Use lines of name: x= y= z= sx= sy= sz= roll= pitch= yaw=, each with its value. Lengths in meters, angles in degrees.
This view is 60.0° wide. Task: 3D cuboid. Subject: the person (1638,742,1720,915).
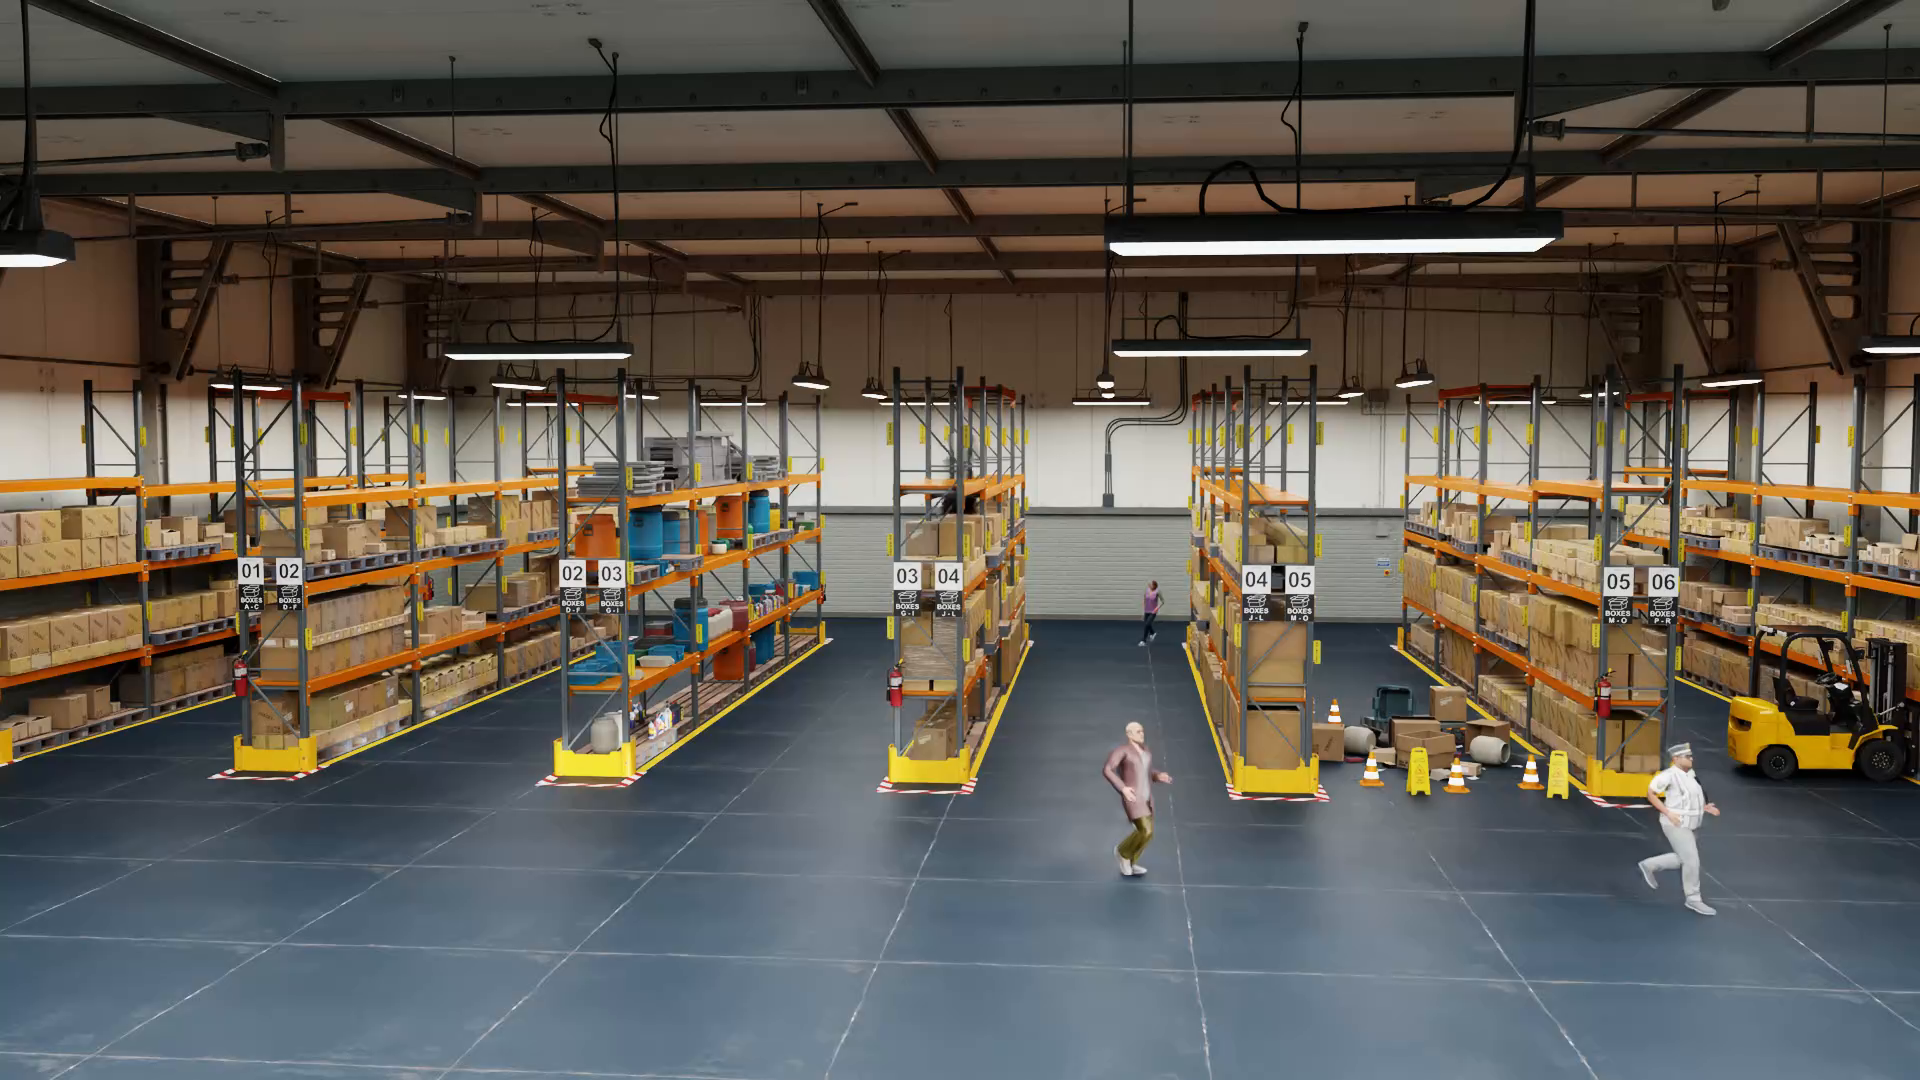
person: x=7.644 y=3.034 z=17.725 sx=0.663 sy=1.779 sz=0.903 roll=-3 pitch=5 yaw=-41

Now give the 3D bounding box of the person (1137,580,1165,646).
person: x=4.615 y=1.743 z=39.806 sx=0.565 sy=1.582 sz=0.777 roll=3 pitch=5 yaw=39

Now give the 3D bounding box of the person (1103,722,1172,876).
person: x=2.052 y=2.950 z=18.873 sx=0.642 sy=1.745 sz=0.695 roll=3 pitch=5 yaw=41

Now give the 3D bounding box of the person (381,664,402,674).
person: x=-11.381 y=2.054 z=33.263 sx=0.669 sy=1.828 sz=0.766 roll=0 pitch=4 yaw=-7
